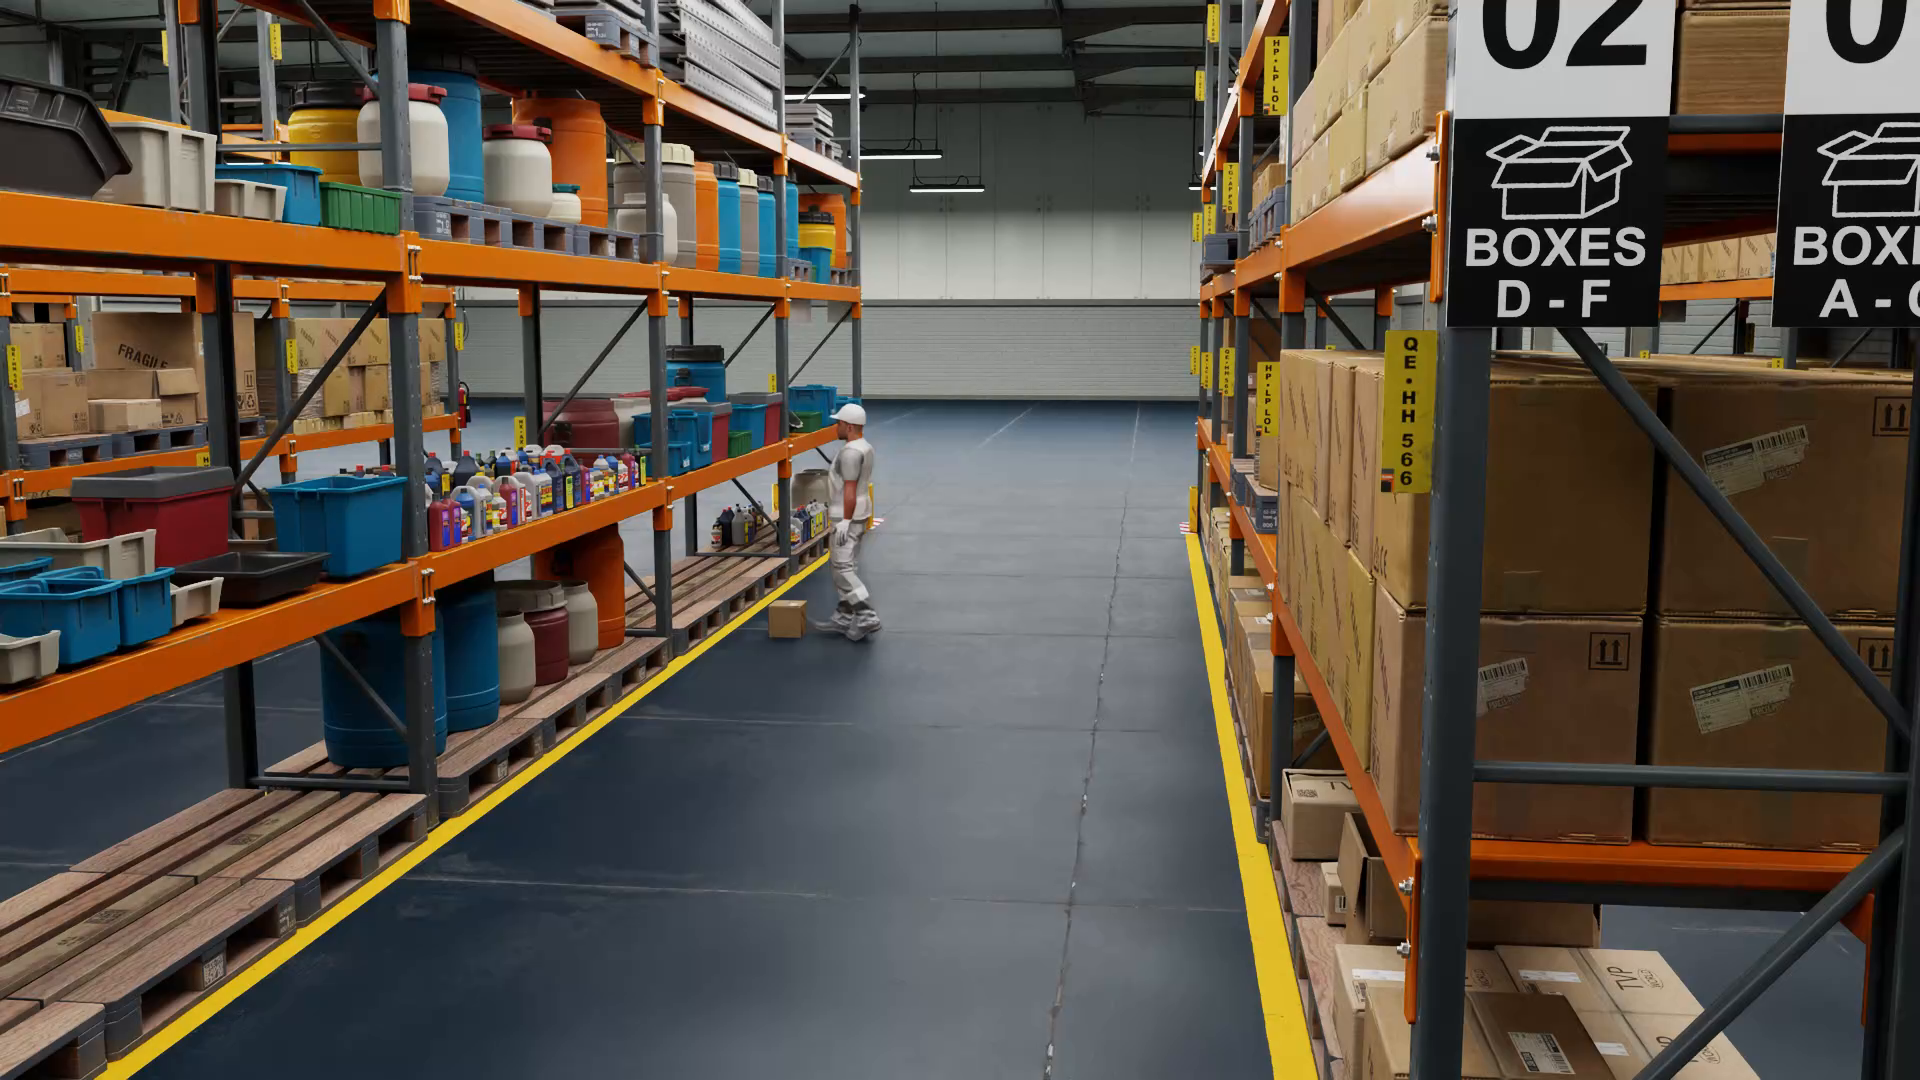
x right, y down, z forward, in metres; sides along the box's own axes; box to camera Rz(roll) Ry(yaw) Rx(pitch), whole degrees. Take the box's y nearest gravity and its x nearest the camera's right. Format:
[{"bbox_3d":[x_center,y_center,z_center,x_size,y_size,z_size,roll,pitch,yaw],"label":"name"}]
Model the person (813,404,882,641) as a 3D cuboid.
[{"bbox_3d":[-0.863,-0.148,12.771,0.609,1.795,0.567,2,8,12],"label":"person"}]
